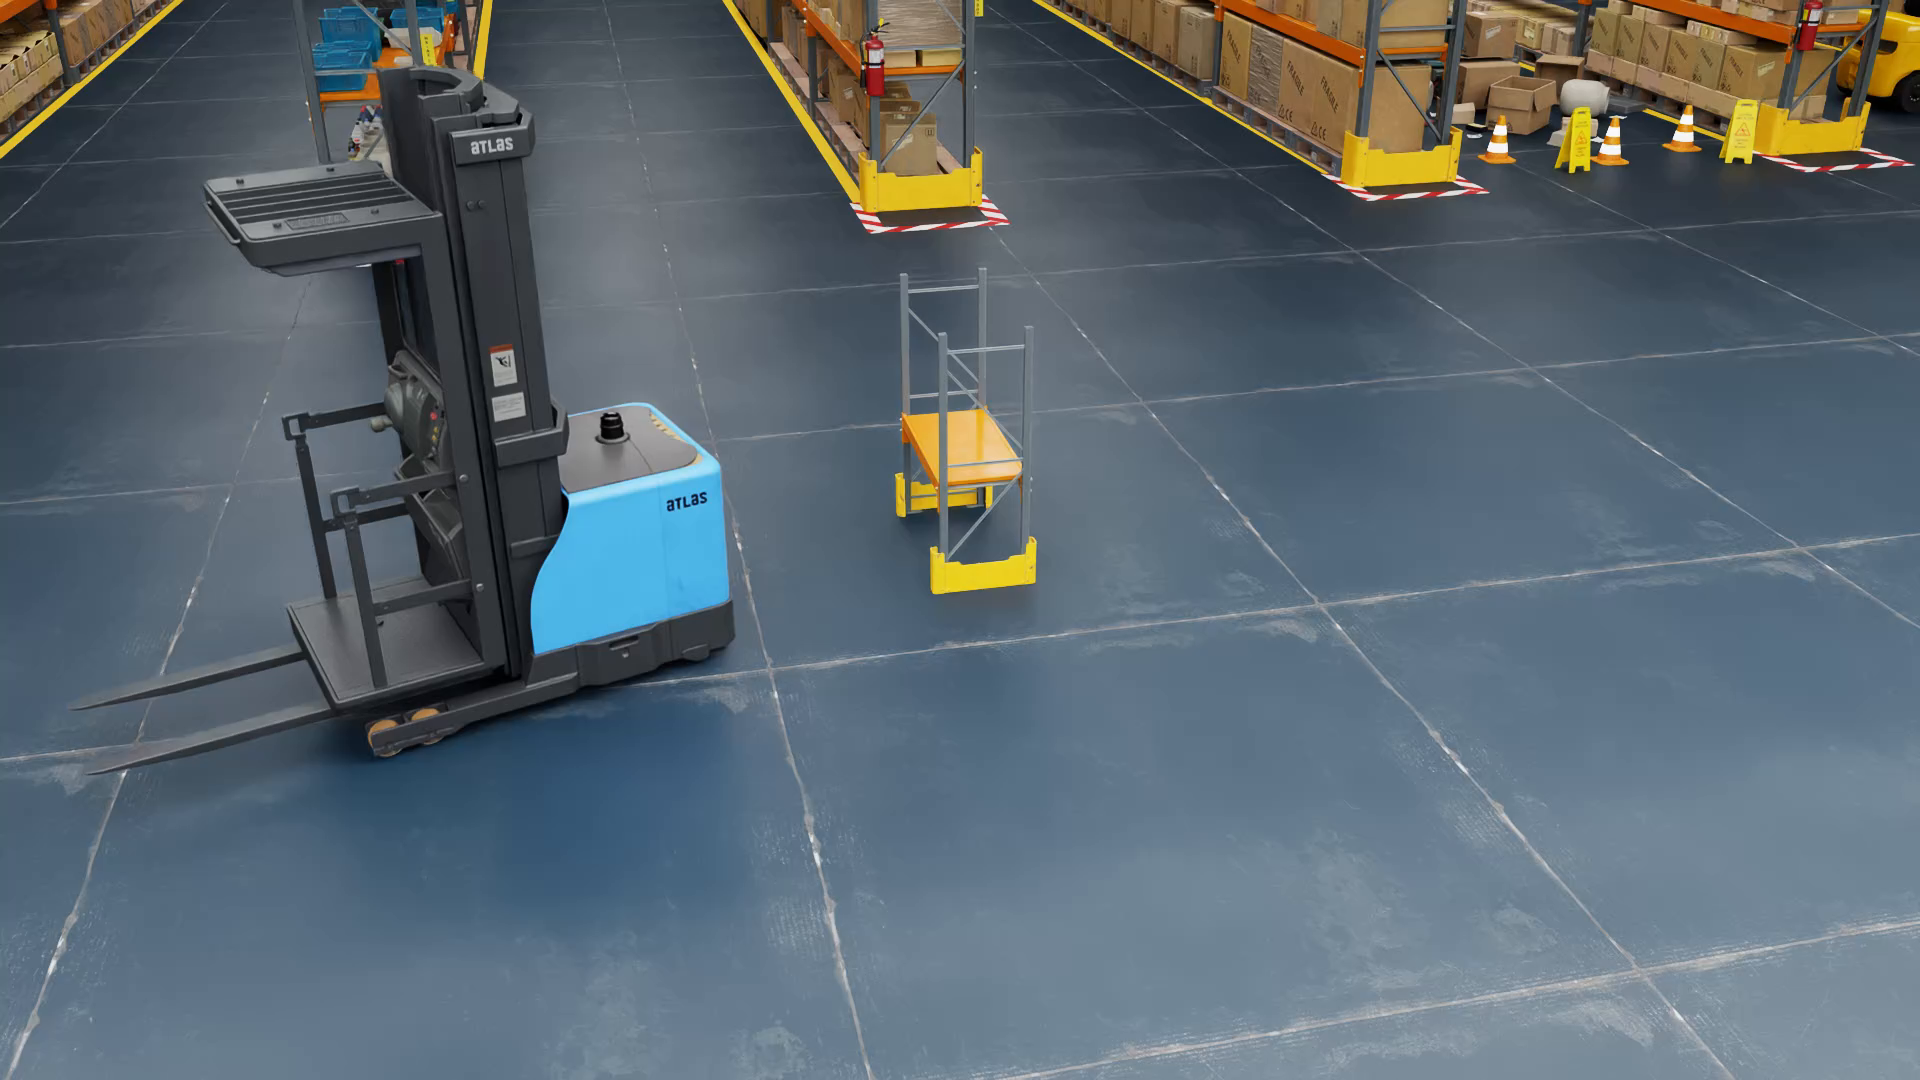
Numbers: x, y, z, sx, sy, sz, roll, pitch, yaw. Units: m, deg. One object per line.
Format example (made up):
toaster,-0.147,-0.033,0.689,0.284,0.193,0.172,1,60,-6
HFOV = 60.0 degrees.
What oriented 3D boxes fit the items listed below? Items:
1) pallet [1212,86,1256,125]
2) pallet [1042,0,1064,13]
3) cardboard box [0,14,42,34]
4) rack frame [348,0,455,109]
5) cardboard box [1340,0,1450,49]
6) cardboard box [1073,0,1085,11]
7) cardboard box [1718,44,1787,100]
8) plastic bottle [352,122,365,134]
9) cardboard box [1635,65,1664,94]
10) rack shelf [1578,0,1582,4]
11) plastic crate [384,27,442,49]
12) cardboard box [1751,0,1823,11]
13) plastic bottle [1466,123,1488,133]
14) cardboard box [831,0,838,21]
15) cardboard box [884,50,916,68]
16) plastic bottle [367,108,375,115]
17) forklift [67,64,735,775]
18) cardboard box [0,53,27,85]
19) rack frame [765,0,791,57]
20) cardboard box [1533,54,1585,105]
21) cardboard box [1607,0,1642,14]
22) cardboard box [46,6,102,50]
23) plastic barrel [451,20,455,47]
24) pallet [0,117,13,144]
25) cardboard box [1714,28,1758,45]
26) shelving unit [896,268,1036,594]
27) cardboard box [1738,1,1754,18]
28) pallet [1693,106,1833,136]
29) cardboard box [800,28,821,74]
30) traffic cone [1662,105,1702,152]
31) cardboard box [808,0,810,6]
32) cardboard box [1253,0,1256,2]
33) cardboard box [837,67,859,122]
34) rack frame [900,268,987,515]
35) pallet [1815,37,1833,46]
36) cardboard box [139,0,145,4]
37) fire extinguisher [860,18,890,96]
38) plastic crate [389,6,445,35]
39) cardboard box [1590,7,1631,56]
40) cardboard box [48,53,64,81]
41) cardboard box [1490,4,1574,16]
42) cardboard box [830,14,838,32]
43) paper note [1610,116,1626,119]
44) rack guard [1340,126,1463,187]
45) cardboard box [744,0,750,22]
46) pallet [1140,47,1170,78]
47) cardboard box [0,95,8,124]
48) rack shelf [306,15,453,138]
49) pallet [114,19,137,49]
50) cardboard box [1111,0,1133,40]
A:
pallet,3.686,-5.213,19.844,1.003,0.211,1.213,-6,27,-12
pallet,1.964,-8.725,26.802,1.003,0.211,1.213,-6,27,-12
cardboard box,-12.258,-6.559,21.703,0.500,0.500,0.500,-5,27,-10
rack frame,-6.090,-5.837,17.986,1.000,3.000,0.127,-6,27,-12
cardboard box,4.364,-5.269,16.694,0.875,0.550,0.550,-6,27,-12
cardboard box,2.038,-8.348,25.269,0.500,0.500,0.500,-7,28,-14
cardboard box,8.857,-5.211,18.498,0.500,0.500,0.500,-6,27,-11
plastic bottle,-6.132,-4.104,17.003,0.144,0.351,0.185,-5,27,-9
cardboard box,8.514,-5.554,20.011,0.500,0.250,0.500,-6,27,-12
rack shelf,7.940,-7.904,22.878,1.077,0.370,4.000,-6,27,-12
plastic crate,-5.478,-5.033,16.685,0.530,0.136,0.437,-6,27,-12
cardboard box,8.901,-5.978,17.825,0.500,0.500,0.500,-6,27,-13
plastic bottle,5.892,-4.726,19.046,0.133,0.061,0.283,-16,31,-29
cardboard box,-0.862,-5.658,17.190,0.875,0.500,0.500,-6,27,-12
cardboard box,-0.629,-4.576,15.767,0.380,0.149,0.250,-6,27,-12
plastic bottle,-6.346,-4.494,17.860,0.152,0.276,0.135,-5,27,-10
forklift,-2.689,-0.572,7.630,3.031,2.935,1.130,-15,31,-28
cardboard box,-11.115,-5.428,19.138,0.500,0.311,0.500,-5,27,-10
rack frame,-2.166,-8.096,22.462,1.000,3.000,0.127,-6,27,-12
cardboard box,7.306,-5.623,20.334,0.500,0.500,0.500,13,30,24
cardboard box,8.230,-6.584,20.498,0.380,0.149,0.250,-6,27,-11
cardboard box,-11.874,-6.851,22.281,0.500,0.500,0.500,-6,27,-12
plastic barrel,-7.119,-7.025,22.282,0.600,0.830,0.708,-6,27,-12
pallet,-11.121,-4.411,18.254,1.003,0.211,1.213,-6,27,-12
cardboard box,8.709,-5.655,18.658,0.380,0.149,0.250,-5,27,-10
shelving unit,0.017,-0.636,9.346,0.587,1.500,1.083,-6,27,-12
cardboard box,8.797,-5.836,18.262,0.380,0.149,0.250,-6,27,-12
pallet,9.126,-4.739,18.906,1.003,0.211,1.213,-6,27,-12
cardboard box,-1.598,-6.150,20.891,0.700,0.500,0.500,-8,28,-16
traffic cone,7.938,-4.516,18.184,0.336,0.463,0.334,-6,27,-12
cardboard box,-1.509,-6.103,18.792,0.380,0.149,0.250,-6,27,-12
cardboard box,3.831,-6.467,19.067,0.875,0.550,0.550,-6,27,-12
cardboard box,-1.077,-4.982,18.599,0.500,0.500,0.500,2,27,5
rack frame,-0.095,-0.855,9.780,0.500,1.500,0.032,-6,27,-12
pallet,12.743,-7.464,24.303,1.003,0.211,1.213,-6,27,-12
cardboard box,-12.808,-8.365,25.649,0.380,0.166,0.250,-6,27,-12
fire extinguisher,-0.786,-4.453,15.329,0.296,0.674,0.183,-6,27,-12
plastic crate,-5.576,-5.313,17.112,0.499,0.251,0.616,-6,27,-12
cardboard box,8.260,-6.355,20.765,0.500,0.500,0.500,-5,27,-9
cardboard box,-11.462,-5.846,20.589,0.500,0.250,0.500,-5,27,-10
cardboard box,7.946,-7.211,23.159,0.950,0.372,0.625,-5,27,-10
cardboard box,-1.158,-5.446,17.490,0.380,0.149,0.250,-6,27,-12
paper note,7.756,-4.989,19.600,0.142,0.019,0.148,-16,31,-29
rack guard,4.497,-3.917,16.956,1.175,0.500,0.348,-6,27,-12
cardboard box,-2.495,-8.033,24.227,1.225,0.875,0.875,-6,27,-11
pallet,3.065,-6.423,22.240,1.003,0.211,1.213,-6,27,-12
cardboard box,-10.880,-4.723,18.364,0.500,0.250,0.500,-5,27,-10
rack shelf,-5.640,-4.638,16.409,1.077,0.370,4.000,-6,27,-12
pallet,-12.500,-7.250,23.880,1.003,0.211,1.213,-6,27,-12
cardboard box,2.739,-7.462,23.236,1.050,0.750,0.750,-6,27,-12
